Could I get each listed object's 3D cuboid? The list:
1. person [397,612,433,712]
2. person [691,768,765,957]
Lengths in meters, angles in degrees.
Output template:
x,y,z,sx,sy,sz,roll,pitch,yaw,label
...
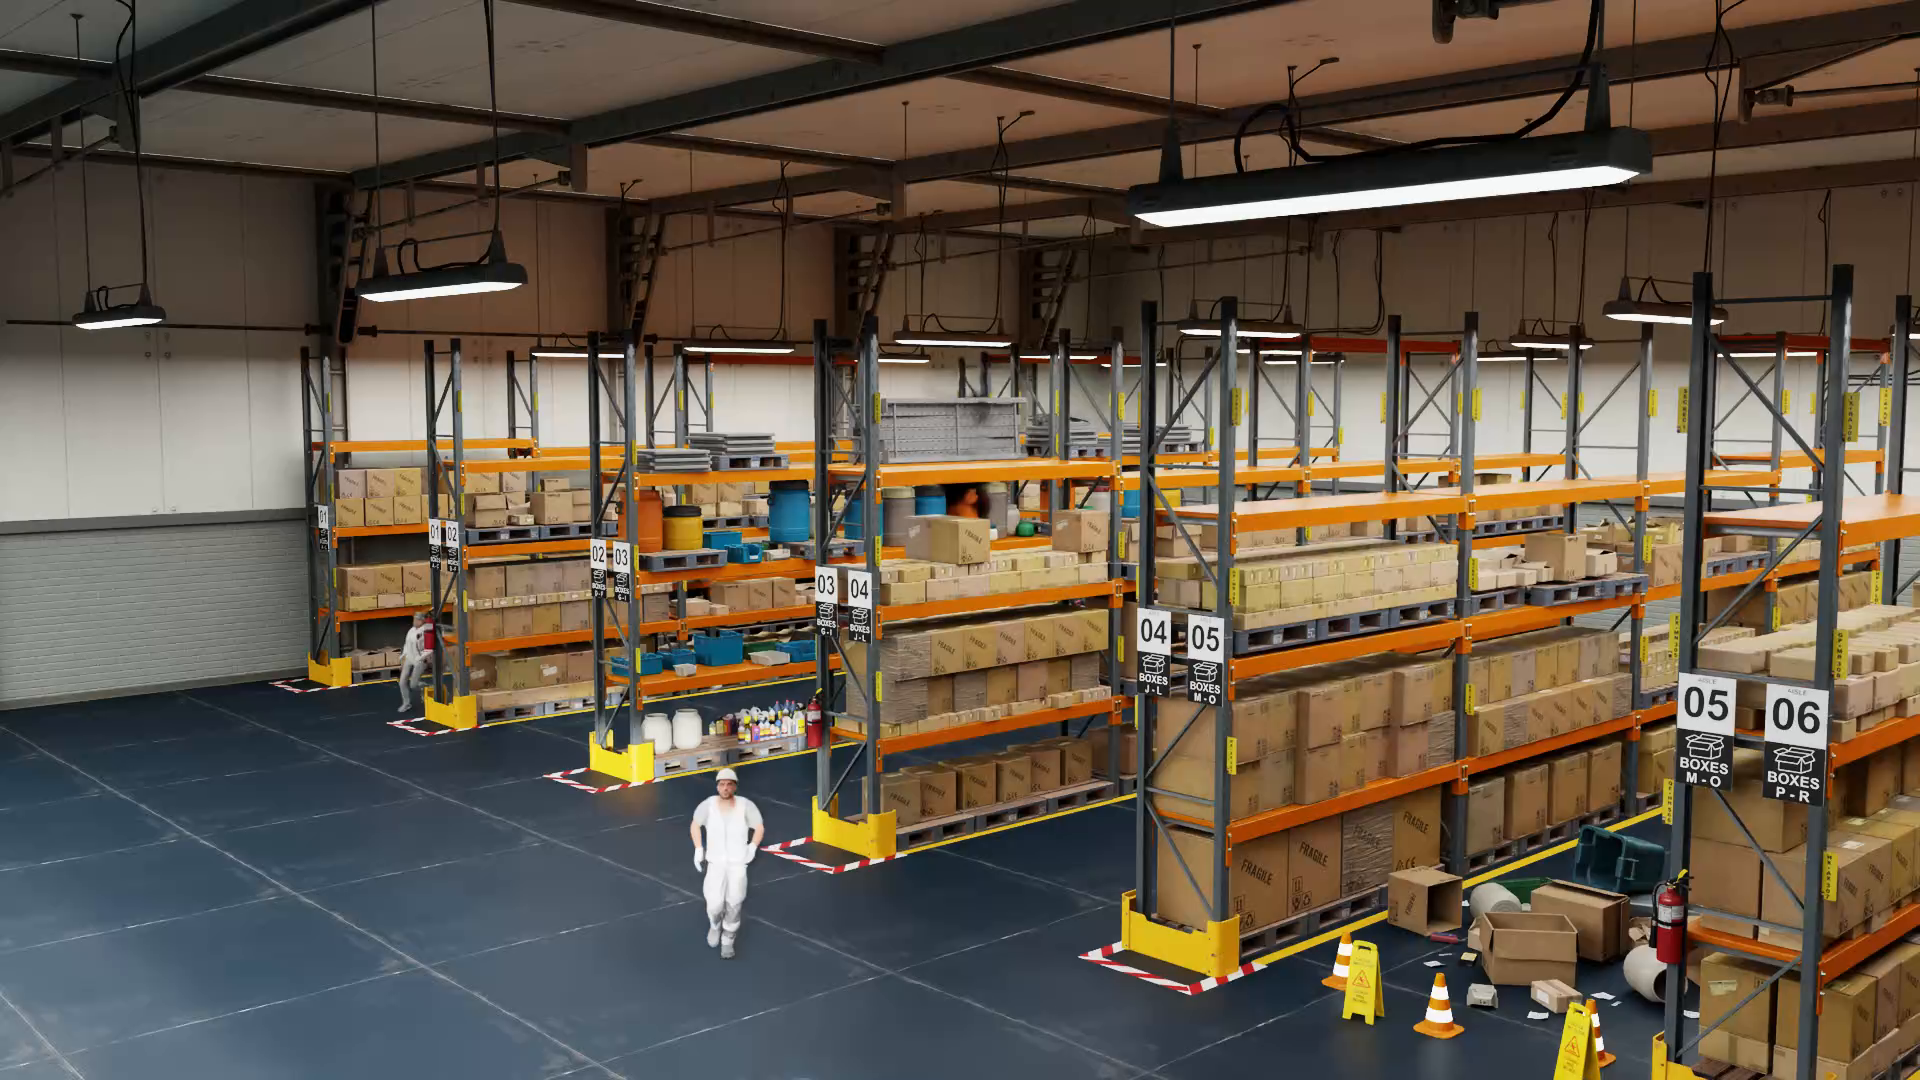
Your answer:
x,y,z,sx,sy,sz,roll,pitch,yaw,label
-8.841,1.978,27.173,0.657,1.662,0.654,3,6,26,person
-2.120,2.953,15.219,0.669,1.749,0.584,-1,5,-8,person
